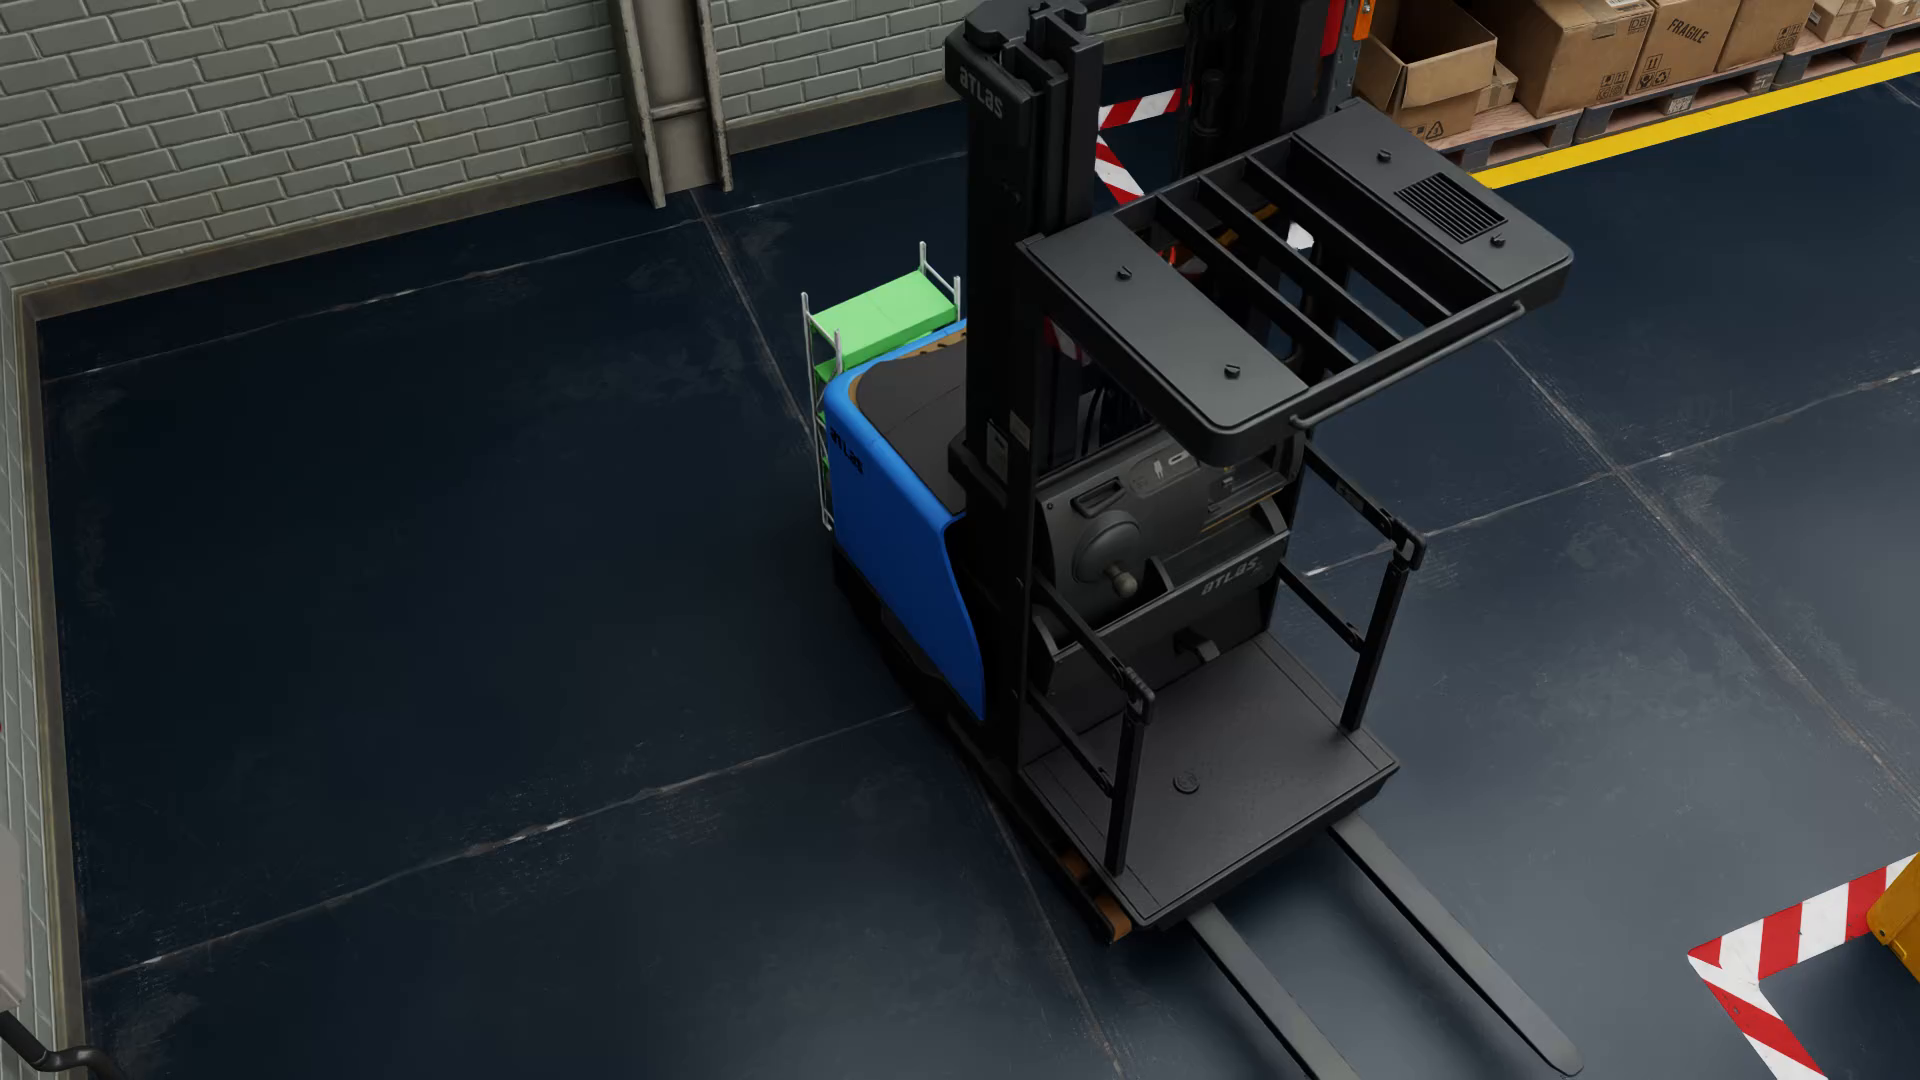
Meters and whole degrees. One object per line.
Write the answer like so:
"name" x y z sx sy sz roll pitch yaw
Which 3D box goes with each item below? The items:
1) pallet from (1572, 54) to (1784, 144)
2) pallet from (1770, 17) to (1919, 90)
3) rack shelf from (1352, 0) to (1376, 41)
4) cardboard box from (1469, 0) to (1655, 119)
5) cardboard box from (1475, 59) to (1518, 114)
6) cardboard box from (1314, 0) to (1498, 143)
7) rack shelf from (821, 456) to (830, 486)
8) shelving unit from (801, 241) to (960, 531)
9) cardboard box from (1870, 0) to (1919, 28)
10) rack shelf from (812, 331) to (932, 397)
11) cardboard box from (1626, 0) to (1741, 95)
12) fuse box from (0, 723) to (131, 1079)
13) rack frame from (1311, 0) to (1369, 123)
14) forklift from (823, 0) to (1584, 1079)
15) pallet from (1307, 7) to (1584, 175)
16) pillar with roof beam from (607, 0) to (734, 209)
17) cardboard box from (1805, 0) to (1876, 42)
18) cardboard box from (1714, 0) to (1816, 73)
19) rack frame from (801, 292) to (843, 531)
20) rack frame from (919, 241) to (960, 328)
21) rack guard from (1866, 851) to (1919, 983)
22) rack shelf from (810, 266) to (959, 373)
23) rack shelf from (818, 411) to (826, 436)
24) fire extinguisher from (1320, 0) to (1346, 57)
"pallet" 3.438 -2.555 8.646 1.213 0.211 1.003 -17 52 -14
"pallet" 4.569 -2.908 8.949 1.213 0.211 1.003 -17 52 -14
"rack shelf" 3.353 -3.205 7.840 4.000 0.370 1.077 -17 52 -14
"cardboard box" 2.910 -2.515 8.144 0.500 0.500 0.700 -15 51 -13
"cardboard box" 2.512 -2.277 8.171 0.250 0.149 0.380 -19 52 -16
"cardboard box" 2.104 -2.298 7.956 0.637 0.503 0.797 -19 52 -16
"rack shelf" -0.274 -0.294 6.453 0.480 0.148 0.258 -27 55 -21
"shelving unit" -0.274 -0.492 6.222 0.503 1.200 0.258 -27 55 -21
"cardboard box" 4.800 -2.855 8.667 0.250 0.149 0.380 -19 52 -15
"rack shelf" -0.274 -0.606 6.088 0.480 0.148 0.258 -27 55 -21
"cardboard box" 3.437 -2.596 8.214 0.500 0.500 0.500 -16 51 -14
"fuse box" -2.488 1.156 4.470 0.414 1.711 0.539 -17 52 -14
"rack frame" 1.502 -2.865 7.074 0.127 3.000 1.000 -17 52 -14
"forklift" 0.749 -0.060 4.710 1.130 2.935 3.031 -27 54 -21
"pallet" 2.310 -2.208 8.348 1.213 0.211 1.003 -17 52 -14
"pillar with roof beam" 0.293 -1.656 2.081 0.400 9.000 9.100 -17 52 -14
"cardboard box" 4.470 -2.790 8.535 0.258 0.266 0.396 -16 51 -13
"cardboard box" 3.871 -2.812 8.400 0.500 0.500 0.700 -19 52 -16
"rack frame" -0.477 -0.388 6.133 0.015 1.200 0.240 -27 55 -21
"rack frame" -0.072 -0.595 6.311 0.015 1.200 0.240 -27 55 -21
"rack guard" 3.360 1.441 5.024 0.348 0.500 1.175 -17 52 -14
"rack shelf" -0.274 -0.763 5.906 0.480 0.148 0.258 -27 55 -21
"rack shelf" -0.274 -0.450 6.270 0.480 0.148 0.258 -27 55 -21
"fire extinguisher" 1.540 -2.352 6.930 0.183 0.674 0.296 -17 52 -14
